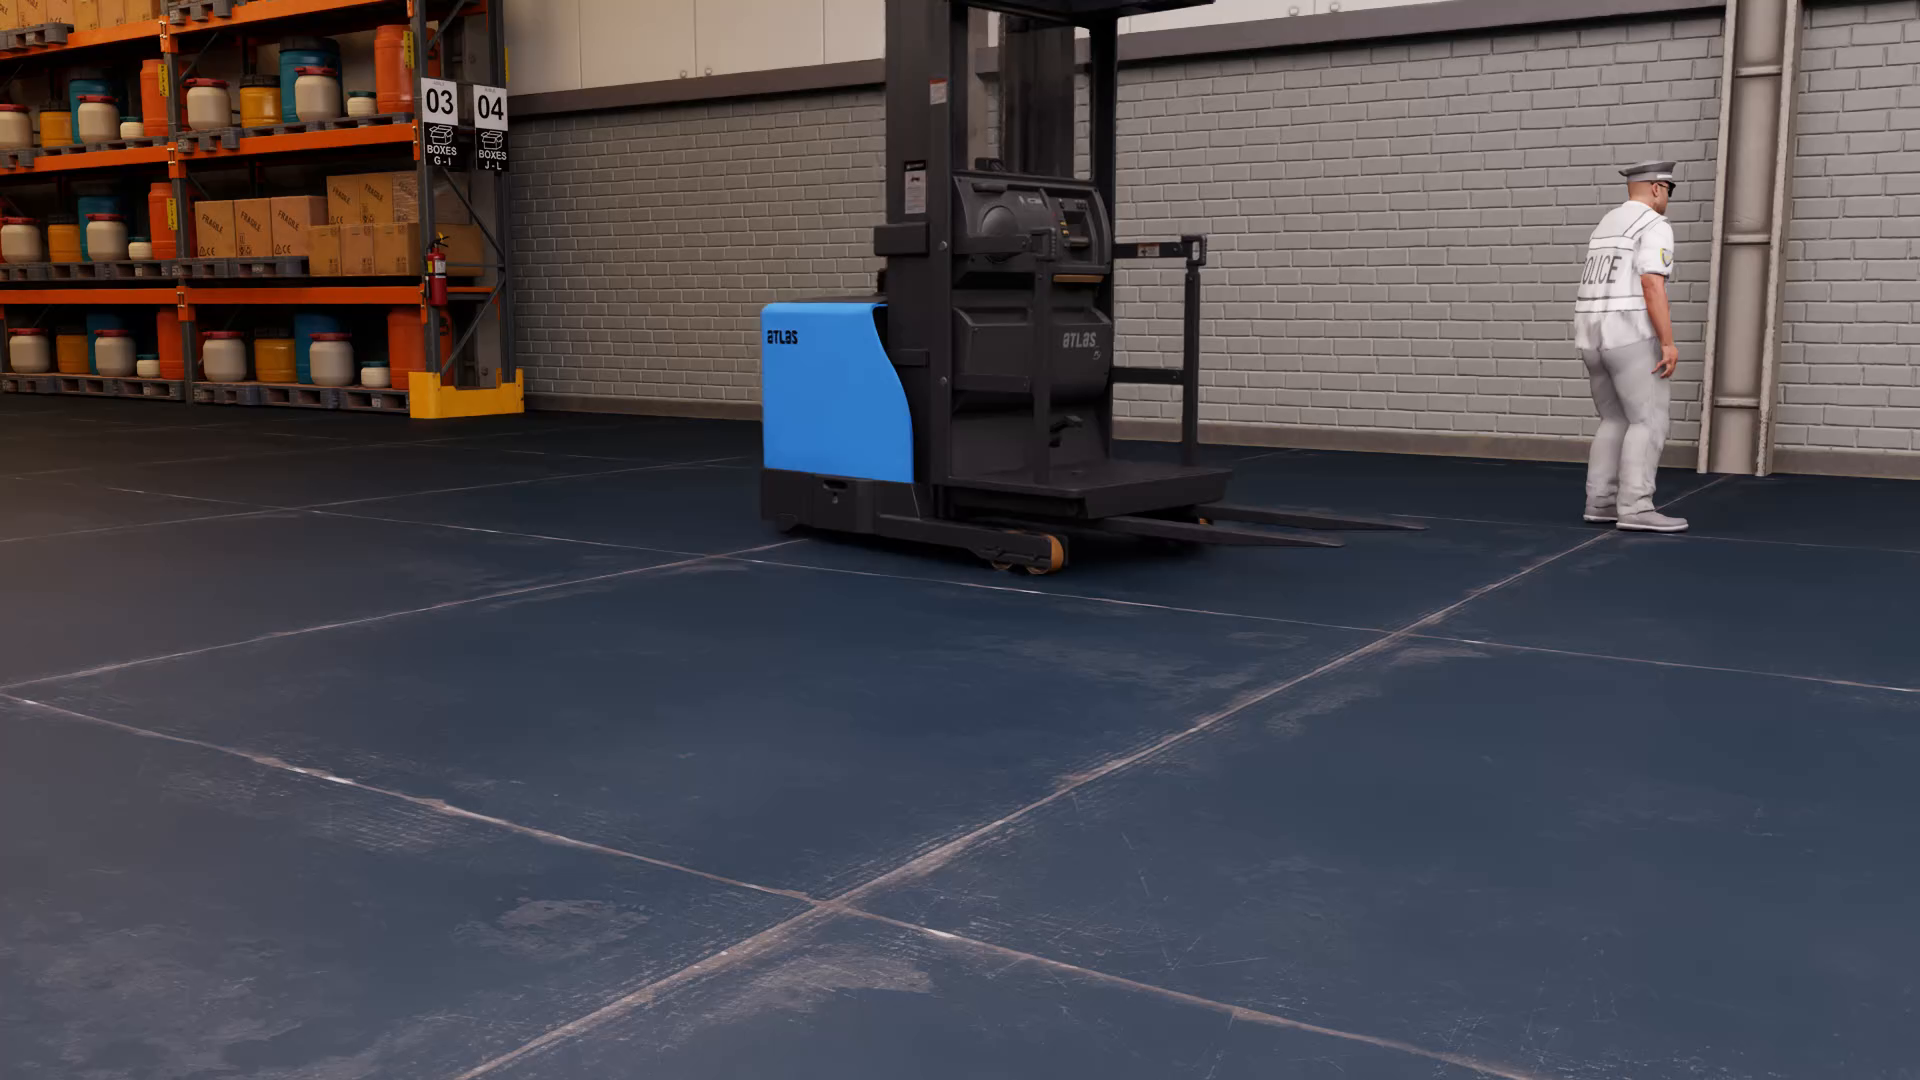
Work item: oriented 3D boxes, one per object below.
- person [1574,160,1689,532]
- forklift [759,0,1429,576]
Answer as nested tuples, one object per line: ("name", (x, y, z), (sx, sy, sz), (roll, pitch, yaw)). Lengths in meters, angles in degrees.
("person", (3.207, -0.937, 7.984), (0.443, 1.747, 0.604), (-2, 8, -11))
("forklift", (0.473, -1.391, 6.977), (3.031, 2.935, 1.130), (8, 11, 43))
